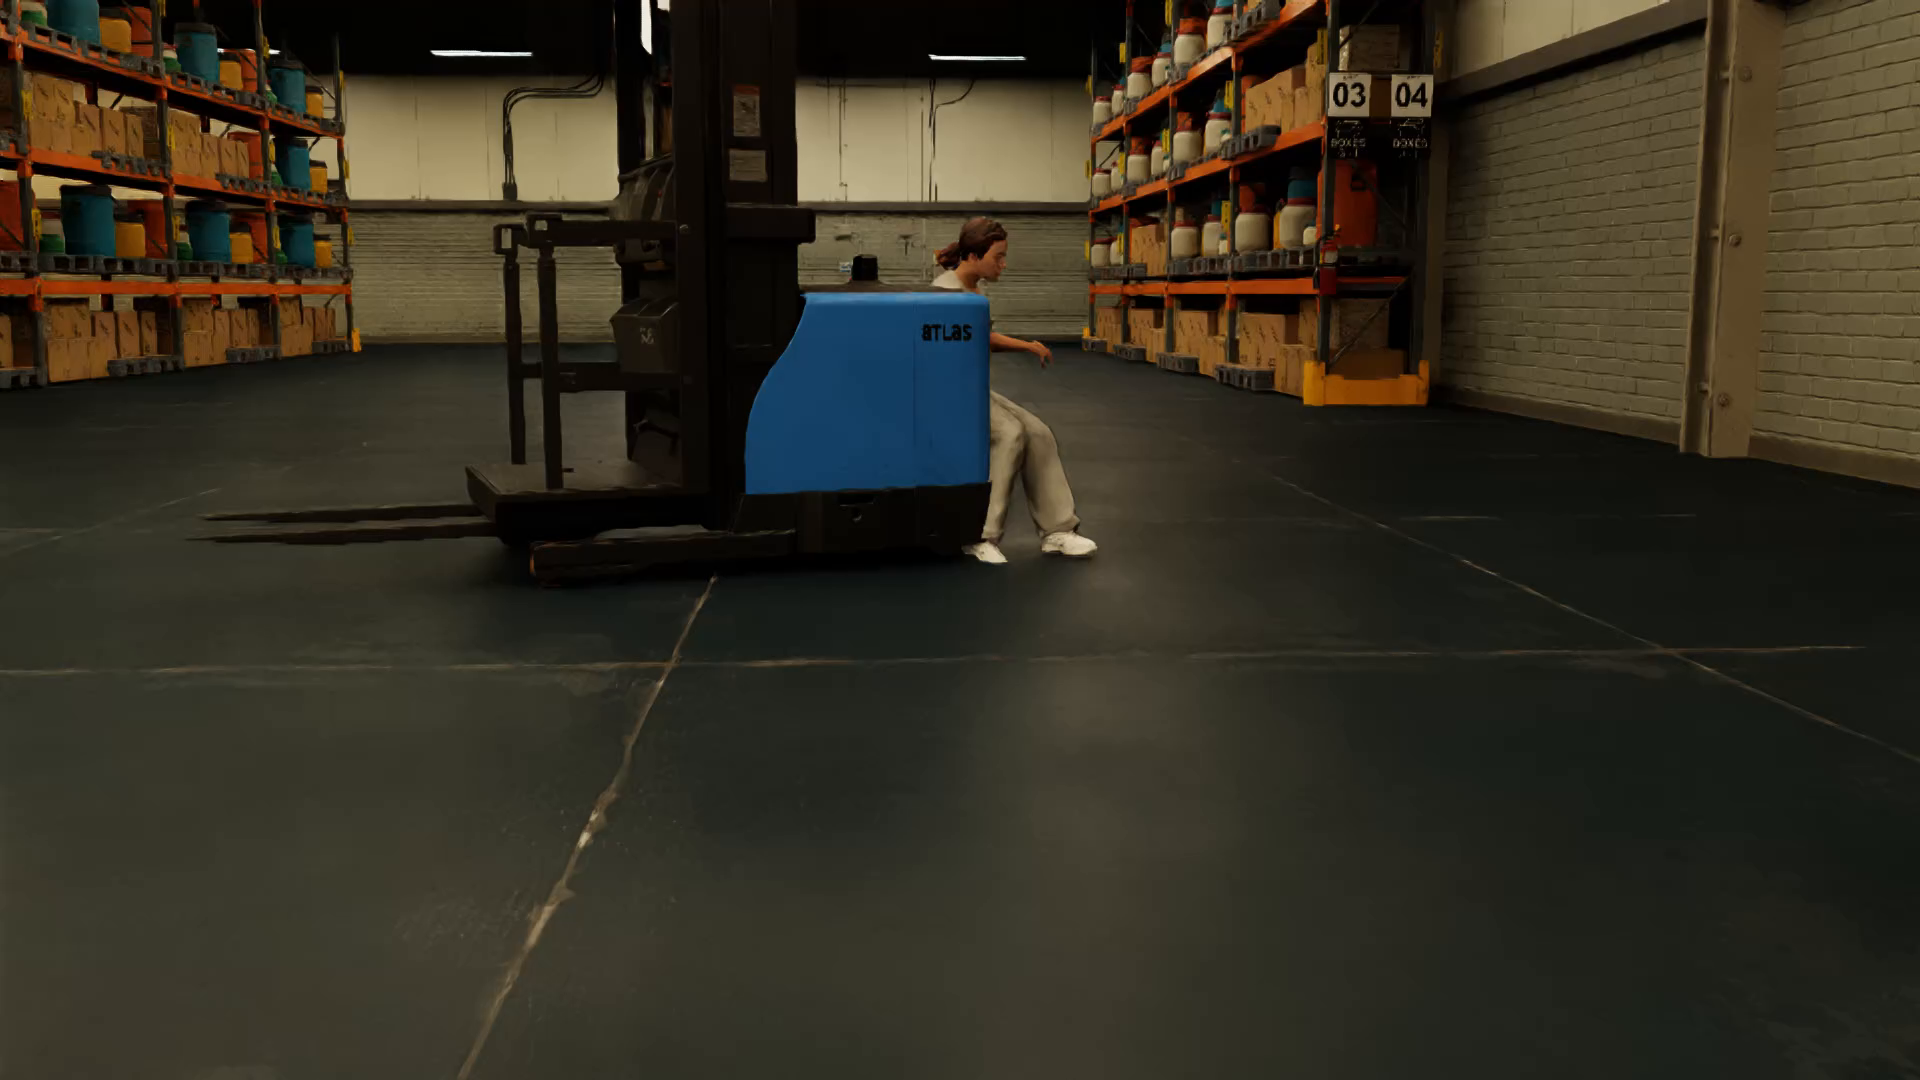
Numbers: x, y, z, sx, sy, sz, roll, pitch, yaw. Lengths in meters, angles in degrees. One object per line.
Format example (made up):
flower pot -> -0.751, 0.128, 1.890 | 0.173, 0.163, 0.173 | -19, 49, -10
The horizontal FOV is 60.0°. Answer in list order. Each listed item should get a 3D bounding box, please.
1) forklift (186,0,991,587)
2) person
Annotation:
forklift -> -1.433, -1.362, 6.506 | 3.031, 2.935, 1.130 | -3, 9, -22
person -> 0.226, -0.628, 7.012 | 0.868, 1.446, 0.833 | 3, 9, 22
